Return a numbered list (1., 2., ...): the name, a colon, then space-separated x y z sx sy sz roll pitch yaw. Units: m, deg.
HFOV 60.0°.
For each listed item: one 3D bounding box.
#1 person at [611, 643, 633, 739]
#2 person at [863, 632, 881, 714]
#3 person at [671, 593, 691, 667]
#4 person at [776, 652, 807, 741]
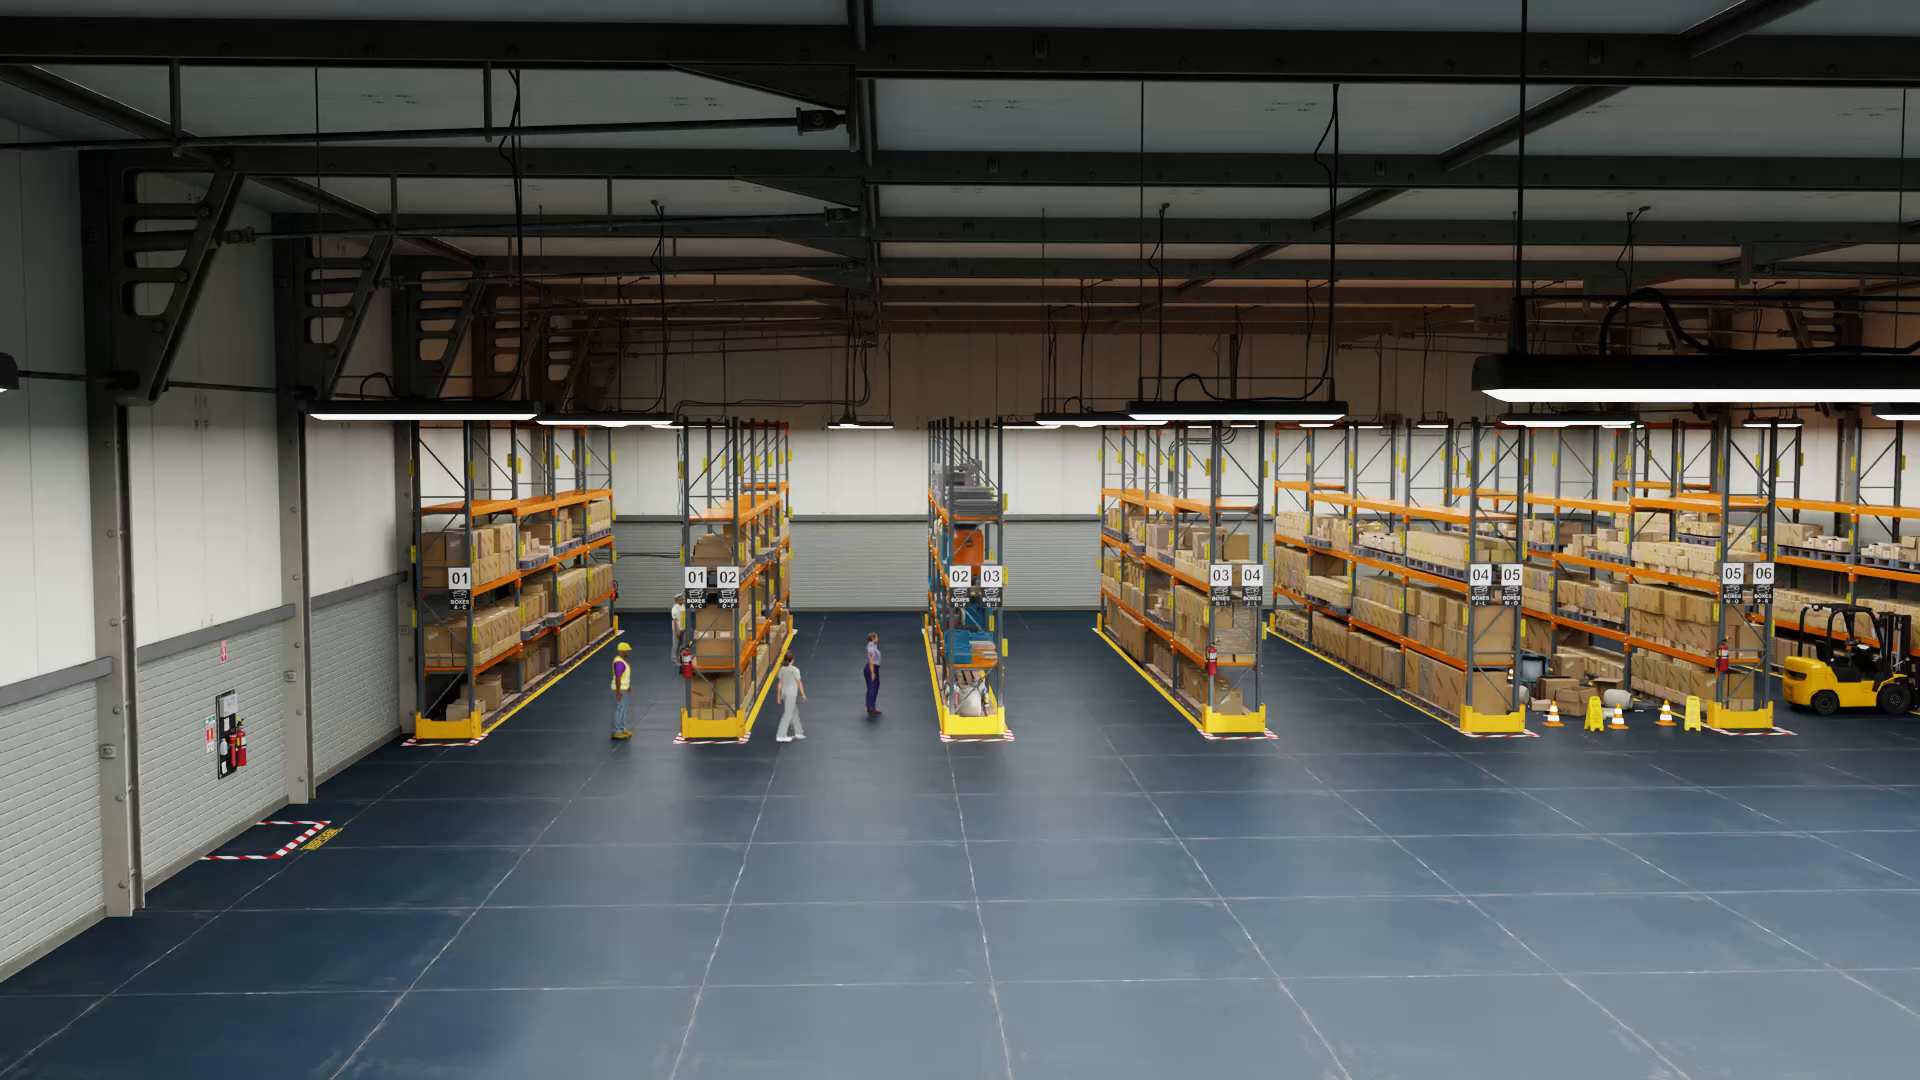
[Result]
1. person: -6.331 2.806 31.130 0.402 1.780 0.601 0 4 -4
2. person: -1.789 2.744 33.866 0.357 1.723 0.537 0 4 -1
3. person: -6.827 2.187 40.641 0.407 1.787 0.593 2 4 31
4. person: -3.097 2.905 30.751 0.761 1.695 0.432 -3 5 -39
